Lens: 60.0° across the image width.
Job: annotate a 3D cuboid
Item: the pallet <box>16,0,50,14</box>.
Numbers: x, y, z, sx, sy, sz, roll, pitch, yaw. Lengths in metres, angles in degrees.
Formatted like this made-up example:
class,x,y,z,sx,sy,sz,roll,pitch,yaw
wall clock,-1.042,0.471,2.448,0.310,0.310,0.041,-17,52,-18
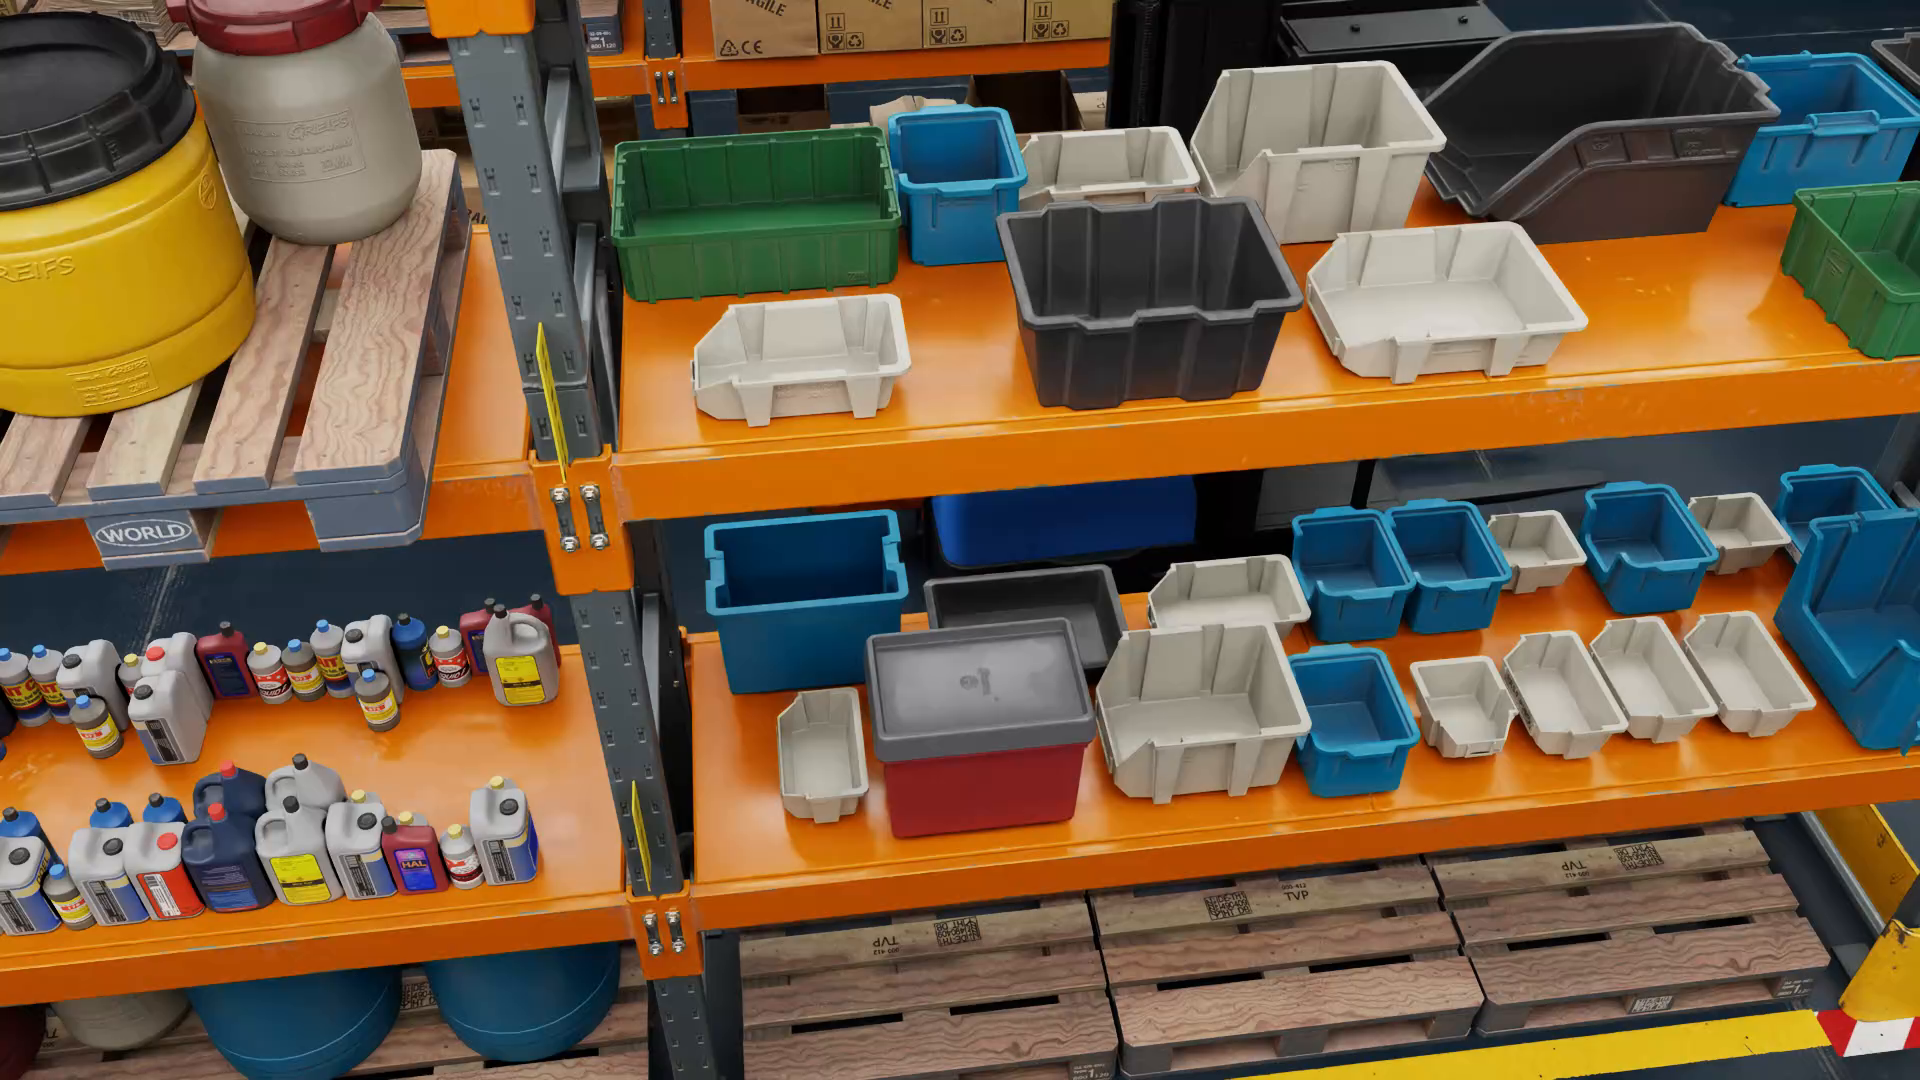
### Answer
class,x,y,z,sx,sy,sz,roll,pitch,yaw
pallet,-4.813,-2.492,8.131,1.003,0.211,1.213,-5,42,-6

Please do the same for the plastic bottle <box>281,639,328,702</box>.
class,x,y,z,sx,sy,sz,roll,pitch,yaw
plastic bottle,-1.958,0.378,4.955,0.097,0.201,0.097,0,42,0

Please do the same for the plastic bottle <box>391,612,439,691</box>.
class,x,y,z,sx,sy,sz,roll,pitch,yaw
plastic bottle,-1.631,0.324,4.963,0.097,0.271,0.097,0,42,0

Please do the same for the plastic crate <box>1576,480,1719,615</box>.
class,x,y,z,sx,sy,sz,roll,pitch,yaw
plastic crate,2.155,0.038,5.264,0.300,0.233,0.416,-5,42,-6

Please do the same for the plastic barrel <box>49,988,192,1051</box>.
class,x,y,z,sx,sy,sz,roll,pitch,yaw
plastic barrel,-2.687,1.340,5.284,0.421,0.512,0.421,0,42,0

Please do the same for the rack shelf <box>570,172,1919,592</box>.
class,x,y,z,sx,sy,sz,roll,pitch,yaw
rack shelf,1.112,-0.535,4.117,4.000,0.370,1.077,-5,42,-6

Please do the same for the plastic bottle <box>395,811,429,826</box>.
class,x,y,z,sx,sy,sz,roll,pitch,yaw
plastic bottle,-1.472,0.807,4.479,0.097,0.201,0.097,0,42,0

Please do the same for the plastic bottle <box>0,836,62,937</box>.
class,x,y,z,sx,sy,sz,roll,pitch,yaw
plastic bottle,-2.446,0.888,4.334,0.135,0.276,0.152,-5,42,-6

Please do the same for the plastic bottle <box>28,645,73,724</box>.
class,x,y,z,sx,sy,sz,roll,pitch,yaw
plastic bottle,-2.646,0.413,4.864,0.097,0.271,0.097,0,42,0

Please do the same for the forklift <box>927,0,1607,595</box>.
class,x,y,z,sx,sy,sz,roll,pitch,yaw
forklift,1.343,-1.240,6.652,3.031,2.935,1.130,-6,42,-7

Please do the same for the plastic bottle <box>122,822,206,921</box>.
class,x,y,z,sx,sy,sz,roll,pitch,yaw
plastic bottle,-2.082,0.856,4.370,0.135,0.276,0.152,-5,42,-6

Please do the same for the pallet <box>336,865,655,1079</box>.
class,x,y,z,sx,sy,sz,roll,pitch,yaw
pallet,-1.642,1.560,5.578,1.213,0.211,1.003,-5,42,-6

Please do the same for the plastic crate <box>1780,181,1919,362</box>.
class,x,y,z,sx,sy,sz,roll,pitch,yaw
plastic crate,2.154,-0.622,3.834,0.336,0.188,0.450,-5,42,-6

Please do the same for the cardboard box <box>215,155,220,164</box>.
class,x,y,z,sx,sy,sz,roll,pitch,yaw
cardboard box,-3.971,-1.632,8.572,0.500,0.500,0.500,-6,42,-6

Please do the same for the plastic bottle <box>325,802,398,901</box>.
class,x,y,z,sx,sy,sz,roll,pitch,yaw
plastic bottle,-1.582,0.812,4.418,0.135,0.276,0.152,-5,42,-6

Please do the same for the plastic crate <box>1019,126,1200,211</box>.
class,x,y,z,sx,sy,sz,roll,pitch,yaw
plastic crate,0.341,-0.894,4.174,0.466,0.136,0.293,-5,42,-6

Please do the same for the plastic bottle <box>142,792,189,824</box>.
class,x,y,z,sx,sy,sz,roll,pitch,yaw
plastic bottle,-2.117,0.776,4.461,0.097,0.271,0.097,0,42,0

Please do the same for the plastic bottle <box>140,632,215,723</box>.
class,x,y,z,sx,sy,sz,roll,pitch,yaw
plastic bottle,-2.298,0.399,4.876,0.135,0.276,0.152,-5,42,-6

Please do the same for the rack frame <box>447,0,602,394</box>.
class,x,y,z,sx,sy,sz,roll,pitch,yaw
rack frame,-0.871,-1.742,2.678,0.127,3.000,1.000,-5,42,-6

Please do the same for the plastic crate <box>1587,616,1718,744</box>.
class,x,y,z,sx,sy,sz,roll,pitch,yaw
plastic crate,2.021,0.420,4.912,0.243,0.136,0.396,-5,42,-6

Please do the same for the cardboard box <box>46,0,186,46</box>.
class,x,y,z,sx,sy,sz,roll,pitch,yaw
cardboard box,-3.935,-2.733,7.867,0.500,0.500,0.700,2,42,3

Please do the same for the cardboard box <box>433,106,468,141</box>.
class,x,y,z,sx,sy,sz,roll,pitch,yaw
cardboard box,-2.548,-2.106,9.098,0.500,0.500,0.500,-4,42,-5

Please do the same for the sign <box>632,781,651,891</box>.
class,x,y,z,sx,sy,sz,roll,pitch,yaw
sign,-0.802,0.748,4.190,0.005,0.325,0.100,-5,42,-6

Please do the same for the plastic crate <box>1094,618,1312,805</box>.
class,x,y,z,sx,sy,sz,roll,pitch,yaw
plastic crate,0.667,0.497,4.719,0.530,0.282,0.437,-5,42,-6

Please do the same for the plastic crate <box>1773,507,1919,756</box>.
class,x,y,z,sx,sy,sz,roll,pitch,yaw
plastic crate,2.787,0.256,4.871,0.499,0.435,0.616,-5,42,-6

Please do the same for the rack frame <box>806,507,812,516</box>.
class,x,y,z,sx,sy,sz,roll,pitch,yaw
rack frame,-0.650,-0.363,6.972,0.015,1.200,0.240,-6,42,-7

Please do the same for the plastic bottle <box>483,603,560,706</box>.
class,x,y,z,sx,sy,sz,roll,pitch,yaw
plastic bottle,-1.302,0.322,4.905,0.185,0.351,0.144,-5,42,-6

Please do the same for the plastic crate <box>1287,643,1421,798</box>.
class,x,y,z,sx,sy,sz,roll,pitch,yaw
plastic crate,1.092,0.526,4.722,0.300,0.233,0.416,-5,42,-6

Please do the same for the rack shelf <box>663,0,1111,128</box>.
class,x,y,z,sx,sy,sz,roll,pitch,yaw
rack shelf,0.473,-2.711,8.769,4.000,0.370,1.077,-5,42,-6

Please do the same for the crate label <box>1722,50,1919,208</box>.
class,x,y,z,sx,sy,sz,roll,pitch,yaw
crate label,2.138,-1.055,4.267,0.502,0.251,0.408,-5,42,-6

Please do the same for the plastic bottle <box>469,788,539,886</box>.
class,x,y,z,sx,sy,sz,roll,pitch,yaw
plastic bottle,-1.220,0.780,4.453,0.135,0.276,0.152,-5,42,-6

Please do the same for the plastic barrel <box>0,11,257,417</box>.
class,x,y,z,sx,sy,sz,roll,pitch,yaw
plastic barrel,-1.750,-0.640,3.242,0.600,0.588,0.600,0,42,0

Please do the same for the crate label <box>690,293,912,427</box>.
class,x,y,z,sx,sy,sz,roll,pitch,yaw
crate label,-0.349,-0.381,3.606,0.466,0.136,0.293,-5,42,-6

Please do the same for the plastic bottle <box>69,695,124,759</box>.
class,x,y,z,sx,sy,sz,roll,pitch,yaw
plastic bottle,-2.493,0.528,4.789,0.097,0.201,0.097,0,42,0

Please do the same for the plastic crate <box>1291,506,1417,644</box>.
class,x,y,z,sx,sy,sz,roll,pitch,yaw
plastic crate,1.204,0.121,5.172,0.300,0.233,0.416,-5,42,-6

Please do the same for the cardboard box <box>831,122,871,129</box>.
class,x,y,z,sx,sy,sz,roll,pitch,yaw
cardboard box,-0.618,-2.220,9.487,0.250,0.149,0.380,-5,42,-6

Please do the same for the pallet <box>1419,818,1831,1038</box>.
class,x,y,z,sx,sy,sz,roll,pitch,yaw
pallet,2.272,1.219,5.956,1.213,0.211,1.003,-5,42,-6

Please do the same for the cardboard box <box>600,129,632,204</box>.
class,x,y,z,sx,sy,sz,roll,pitch,yaw
cardboard box,-1.962,-1.807,8.767,0.500,0.500,0.500,-5,42,-6

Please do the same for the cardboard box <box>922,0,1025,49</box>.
class,x,y,z,sx,sy,sz,roll,pitch,yaw
cardboard box,0.035,-2.794,8.248,0.500,0.500,0.500,-5,42,-6

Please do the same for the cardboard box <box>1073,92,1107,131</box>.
class,x,y,z,sx,sy,sz,roll,pitch,yaw
cardboard box,0.889,-2.349,9.554,0.500,0.250,0.500,-5,42,-6

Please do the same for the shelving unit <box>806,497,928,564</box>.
class,x,y,z,sx,sy,sz,roll,pitch,yaw
shelving unit,-0.409,-0.390,7.002,0.503,1.200,0.258,-6,42,-7

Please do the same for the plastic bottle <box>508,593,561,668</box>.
class,x,y,z,sx,sy,sz,roll,pitch,yaw
plastic bottle,-1.290,0.277,5.006,0.133,0.283,0.061,-5,42,-6

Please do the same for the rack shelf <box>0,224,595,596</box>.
class,x,y,z,sx,sy,sz,roll,pitch,yaw
rack shelf,-2.854,-0.188,3.731,4.000,0.370,1.077,-5,42,-6
